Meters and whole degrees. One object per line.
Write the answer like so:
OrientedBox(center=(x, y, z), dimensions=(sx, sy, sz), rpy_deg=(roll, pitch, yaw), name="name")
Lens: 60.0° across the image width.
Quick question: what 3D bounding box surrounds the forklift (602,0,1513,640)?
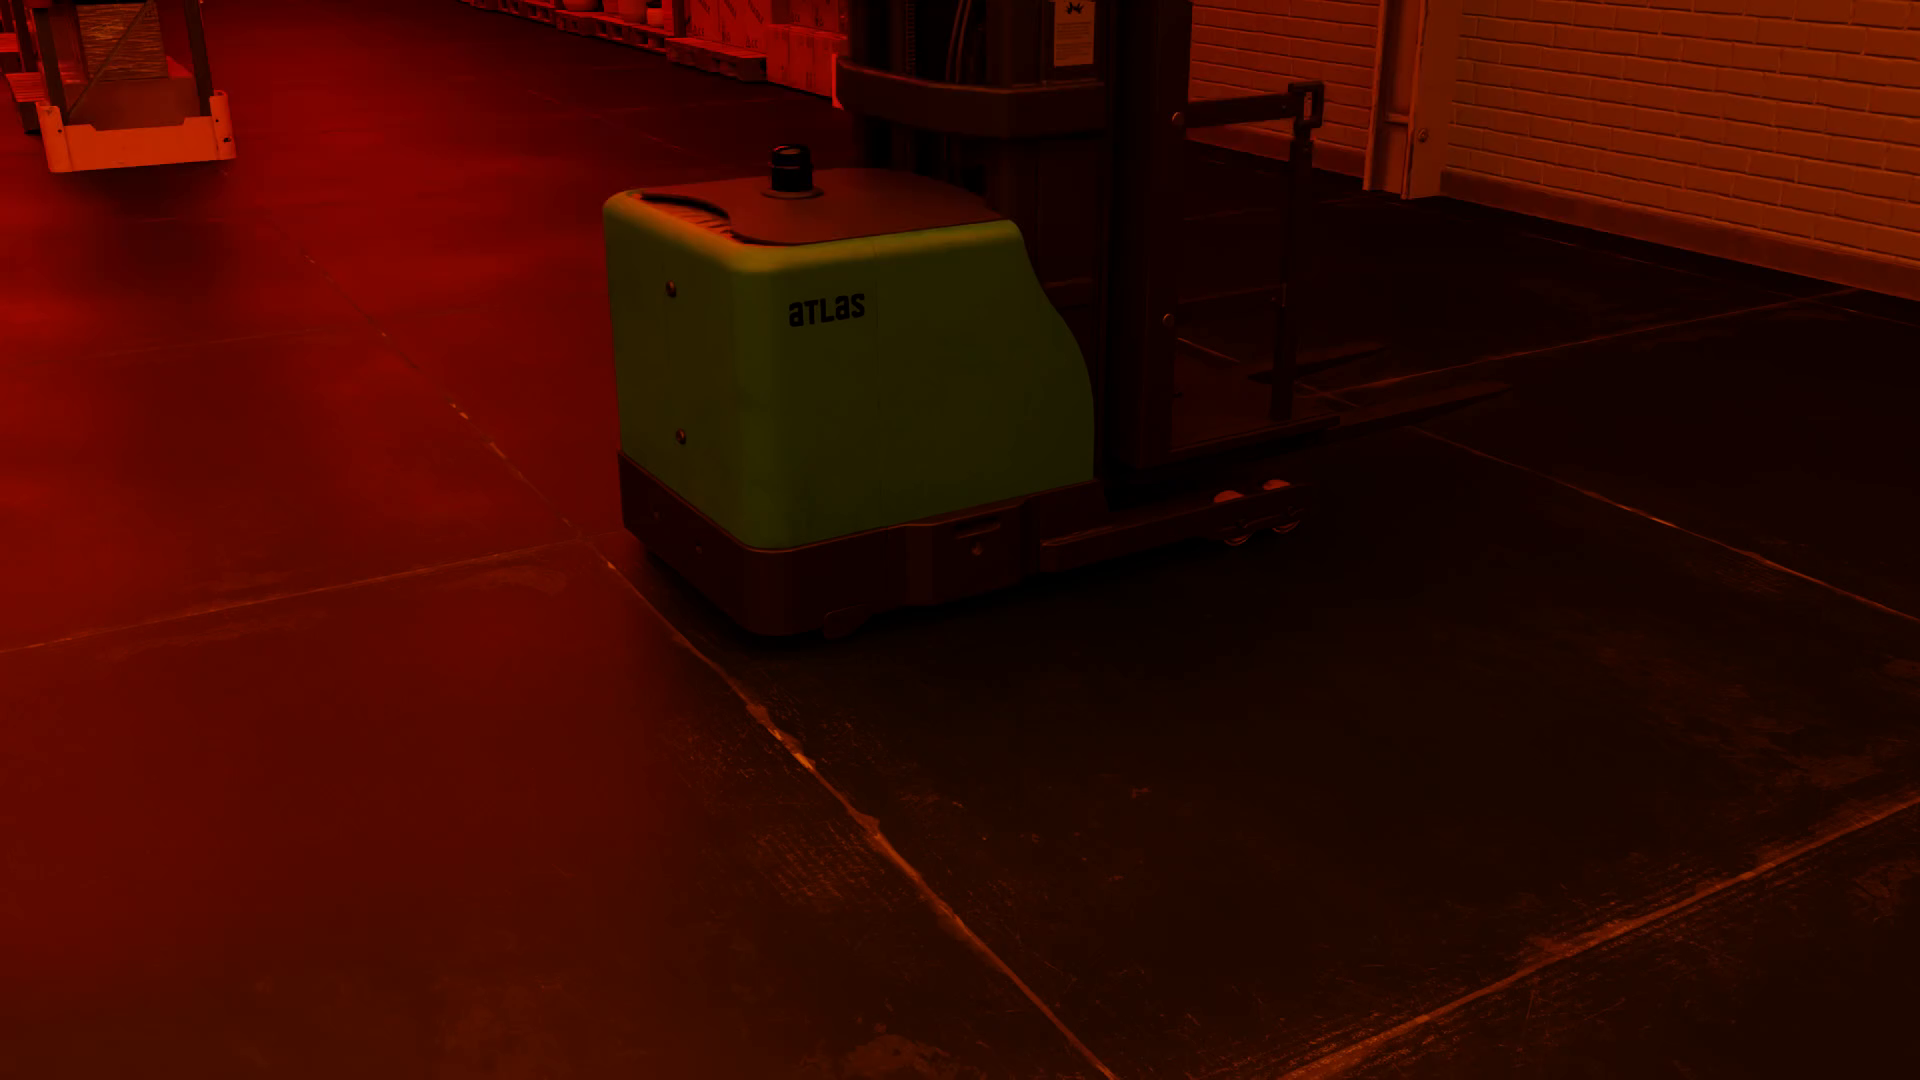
OrientedBox(center=(0.493, -1.495, 4.917), dimensions=(3.031, 2.935, 1.130), rpy_deg=(-13, 26, -29), name="forklift")
